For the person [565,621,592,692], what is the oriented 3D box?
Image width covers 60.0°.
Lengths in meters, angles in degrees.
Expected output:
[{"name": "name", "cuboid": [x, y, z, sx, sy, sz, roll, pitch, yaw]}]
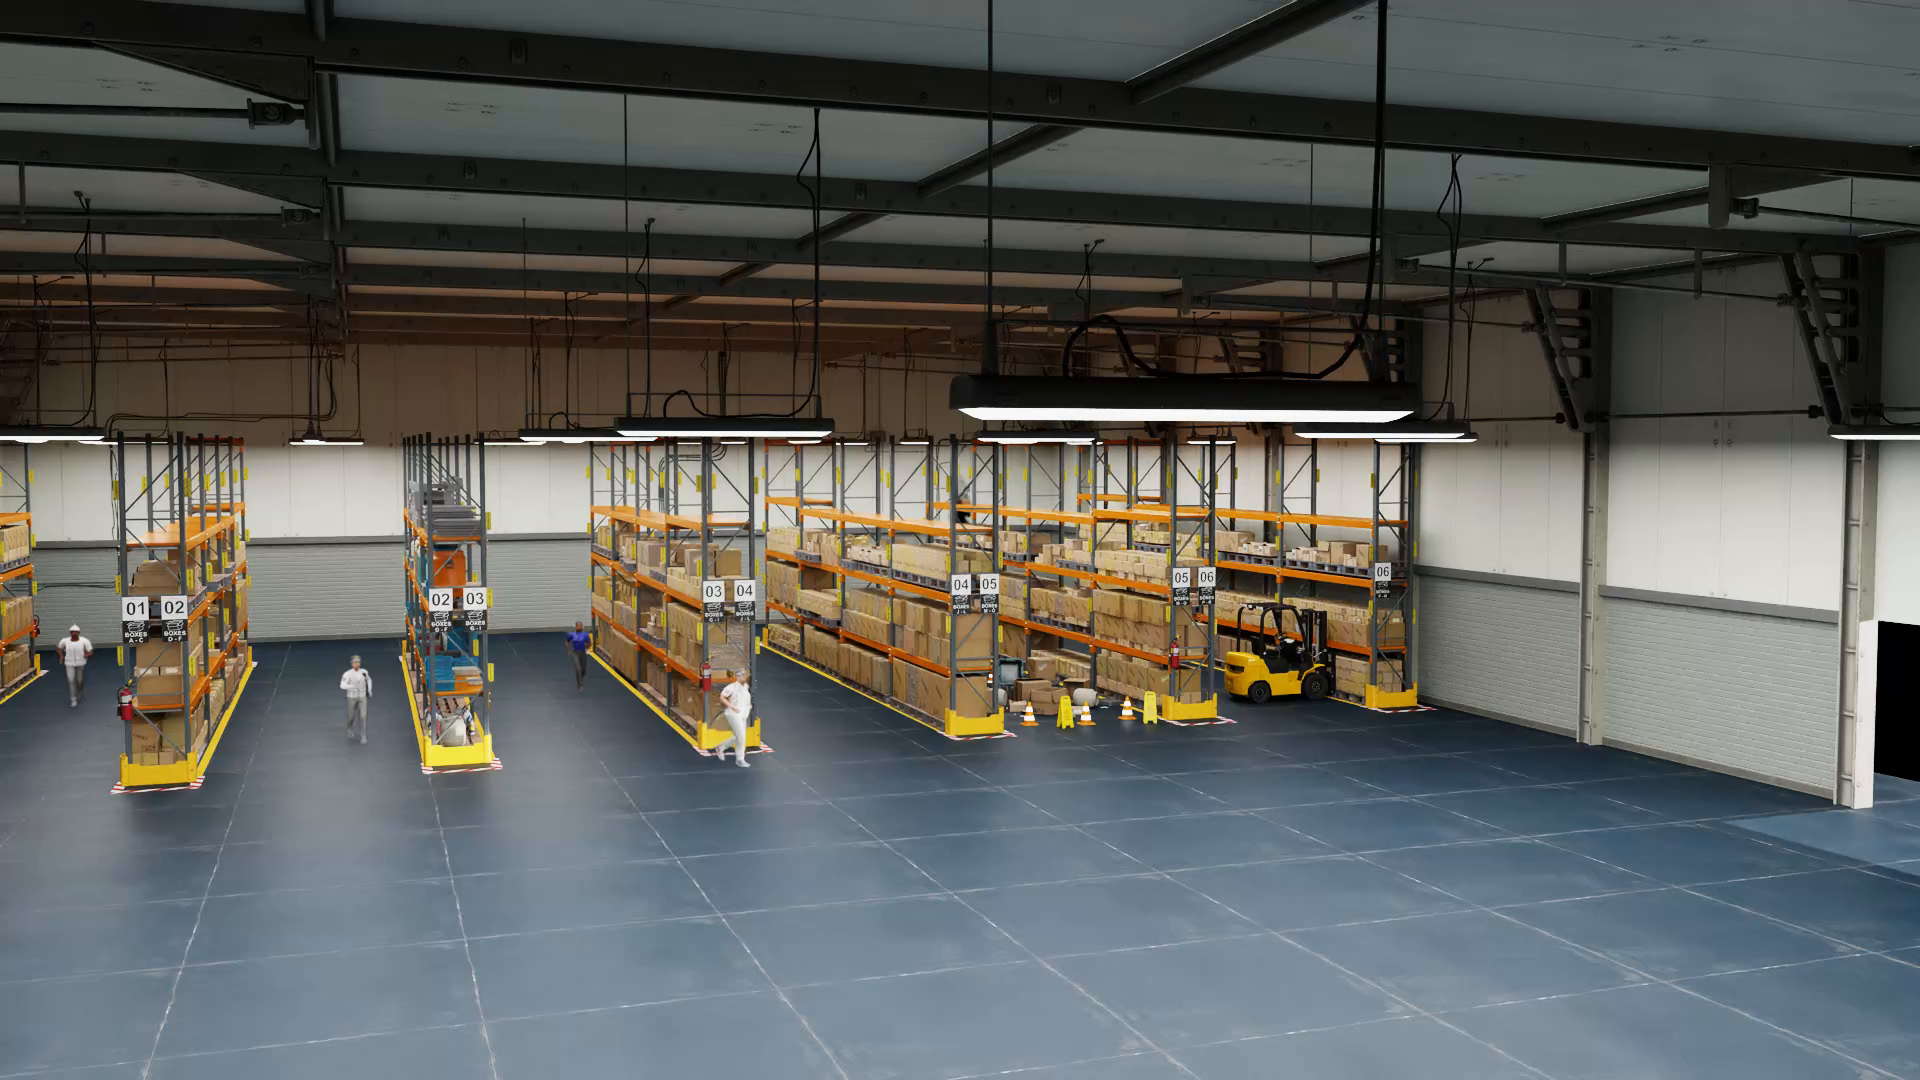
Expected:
[{"name": "person", "cuboid": [-8.965, 2.721, 39.111, 0.578, 1.635, 0.865, -2, 4, -26]}]

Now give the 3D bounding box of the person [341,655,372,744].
[{"name": "person", "cuboid": [-11.699, 3.069, 32.266, 0.612, 1.672, 0.939, -2, 4, -30]}]

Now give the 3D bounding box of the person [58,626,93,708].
[{"name": "person", "cuboid": [-19.690, 2.785, 37.018, 0.700, 1.774, 0.971, -2, 4, -27]}]

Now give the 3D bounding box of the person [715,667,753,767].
[{"name": "person", "cuboid": [-4.056, 3.200, 30.197, 0.846, 1.766, 0.706, 2, 4, 30]}]
